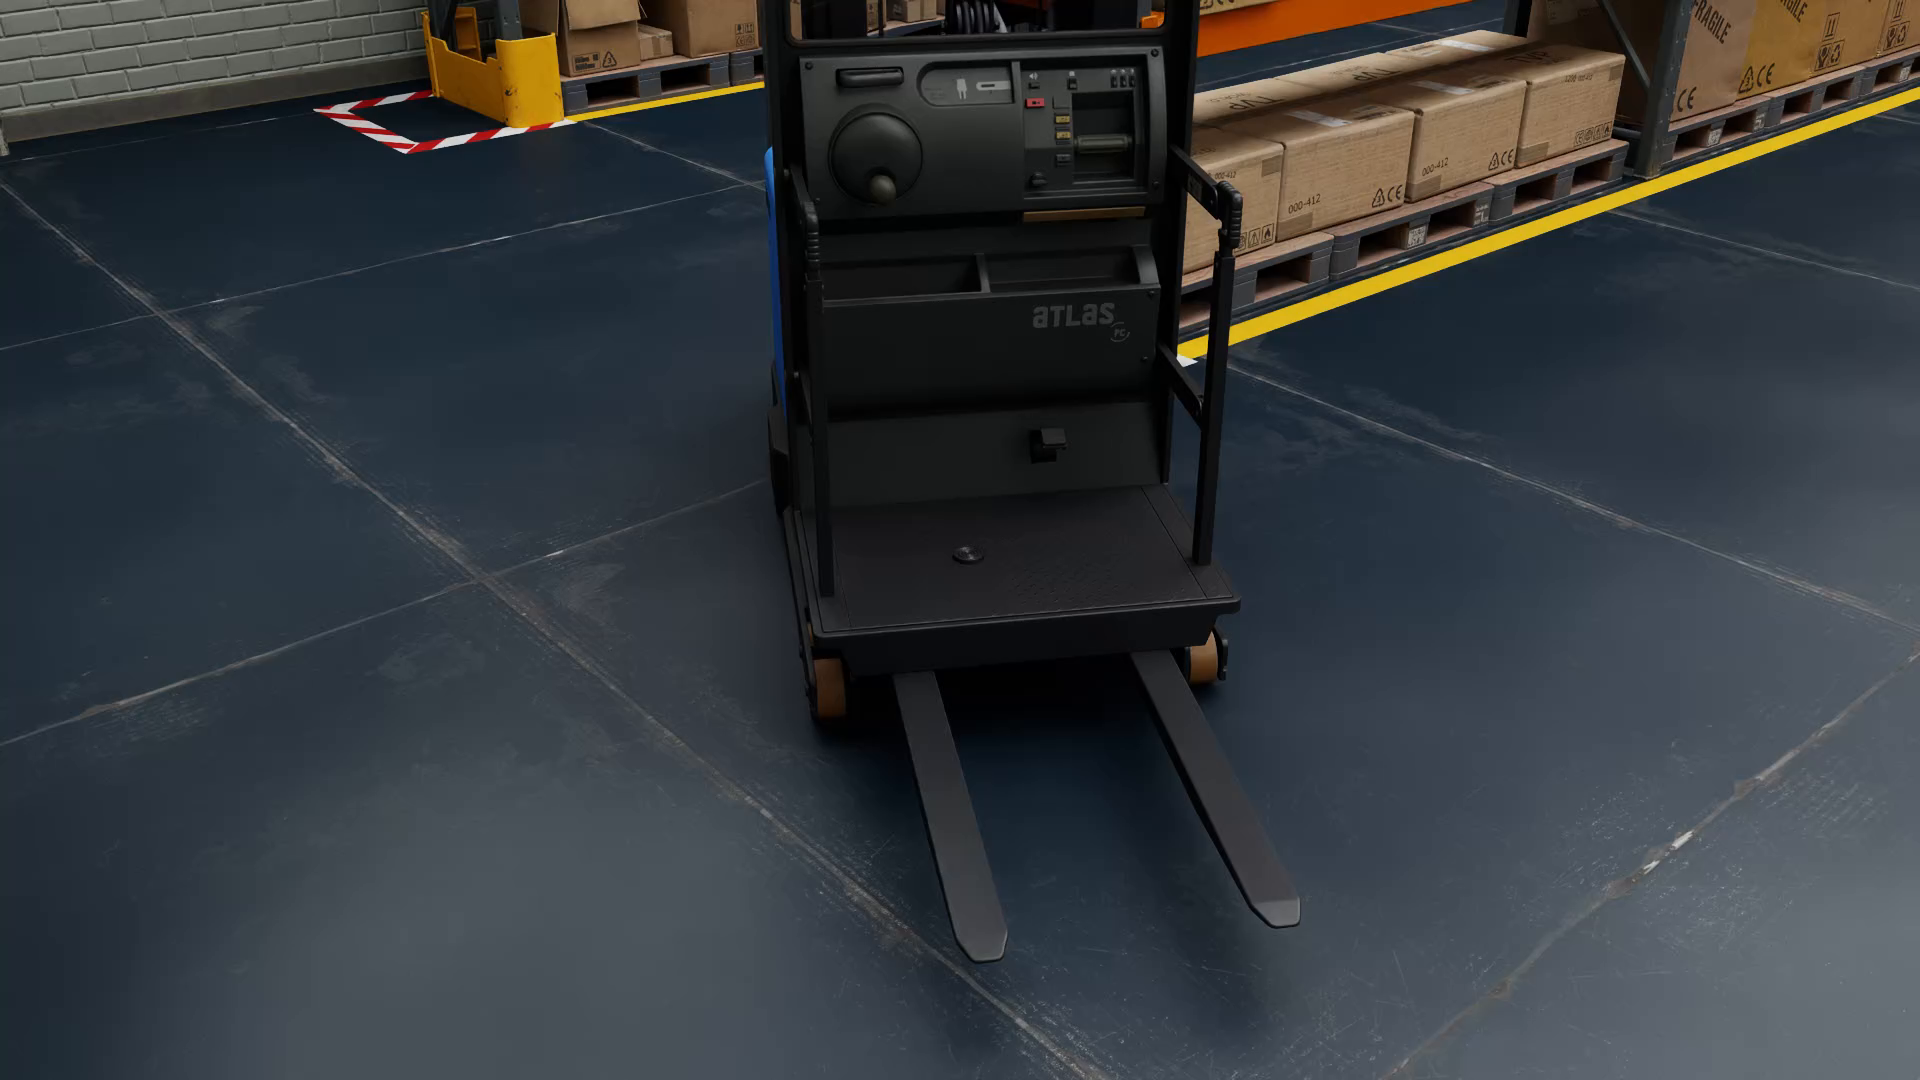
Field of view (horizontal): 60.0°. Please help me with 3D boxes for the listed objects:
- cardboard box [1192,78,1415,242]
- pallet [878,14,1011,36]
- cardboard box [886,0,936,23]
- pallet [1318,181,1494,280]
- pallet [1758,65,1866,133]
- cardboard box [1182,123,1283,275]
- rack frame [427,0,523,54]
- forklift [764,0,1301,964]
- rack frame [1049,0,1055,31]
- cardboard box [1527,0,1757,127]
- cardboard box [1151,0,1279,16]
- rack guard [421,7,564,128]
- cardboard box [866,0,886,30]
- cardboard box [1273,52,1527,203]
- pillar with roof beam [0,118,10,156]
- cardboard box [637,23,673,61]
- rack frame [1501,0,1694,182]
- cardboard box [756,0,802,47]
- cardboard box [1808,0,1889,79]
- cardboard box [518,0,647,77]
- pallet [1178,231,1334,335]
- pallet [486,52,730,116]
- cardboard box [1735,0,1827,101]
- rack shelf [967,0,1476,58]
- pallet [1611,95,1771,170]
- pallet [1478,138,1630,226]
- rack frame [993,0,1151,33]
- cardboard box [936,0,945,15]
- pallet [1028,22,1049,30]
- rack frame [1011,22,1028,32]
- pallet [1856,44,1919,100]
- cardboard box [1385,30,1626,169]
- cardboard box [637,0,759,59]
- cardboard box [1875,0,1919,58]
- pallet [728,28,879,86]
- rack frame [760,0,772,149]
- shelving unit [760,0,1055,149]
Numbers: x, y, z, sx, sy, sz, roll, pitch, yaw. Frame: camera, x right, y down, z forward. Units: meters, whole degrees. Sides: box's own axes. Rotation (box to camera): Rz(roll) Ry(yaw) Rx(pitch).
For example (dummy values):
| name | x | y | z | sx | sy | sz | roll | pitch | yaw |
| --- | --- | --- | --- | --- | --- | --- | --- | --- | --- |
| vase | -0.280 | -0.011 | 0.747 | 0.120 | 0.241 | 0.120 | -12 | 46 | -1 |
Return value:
| name | x | y | z | sx | sy | sz | roll | pitch | yaw |
| --- | --- | --- | --- | --- | --- | --- | --- | --- | --- |
| cardboard box | 1.441 | -1.768 | 7.648 | 0.875 | 0.438 | 0.875 | -21 | 34 | -34 |
| pallet | -0.391 | -3.754 | 12.051 | 1.213 | 0.211 | 1.003 | -22 | 35 | -35 |
| cardboard box | -0.373 | -3.788 | 11.611 | 0.258 | 0.266 | 0.396 | -20 | 34 | -33 |
| pallet | 1.798 | -1.606 | 8.031 | 1.213 | 0.211 | 1.003 | -22 | 35 | -35 |
| pallet | 4.823 | -2.824 | 10.310 | 1.213 | 0.211 | 1.003 | -22 | 35 | -35 |
| cardboard box | 0.751 | -1.485 | 7.118 | 0.875 | 0.438 | 0.875 | -23 | 36 | -37 |
| rack frame | -2.911 | -3.970 | 9.497 | 0.127 | 3.000 | 1.000 | -22 | 35 | -35 |
| forklift | 0.103 | -1.003 | 4.018 | 1.130 | 2.935 | 3.031 | -5 | 28 | -8 |
| rack frame | 0.364 | -1.230 | 5.960 | 0.032 | 1.500 | 0.500 | -4 | 28 | -7 |
| cardboard box | 3.776 | -2.882 | 9.269 | 0.875 | 0.875 | 0.875 | -21 | 34 | -33 |
| cardboard box | 0.865 | -2.280 | 6.227 | 0.500 | 0.500 | 0.500 | -22 | 35 | -35 |
| rack guard | -2.853 | -2.891 | 10.129 | 0.348 | 0.500 | 1.175 | -22 | 35 | -35 |
| cardboard box | -0.919 | -3.771 | 11.331 | 0.500 | 0.500 | 0.700 | -23 | 36 | -37 |
| cardboard box | 2.128 | -2.043 | 8.163 | 0.875 | 0.438 | 0.875 | -23 | 36 | -36 |
| pillar with roof beam | -2.753 | -4.571 | 4.256 | 0.400 | 9.000 | 9.100 | -22 | 35 | -35 |
| cardboard box | -2.036 | -3.167 | 10.573 | 0.250 | 0.149 | 0.380 | -24 | 36 | -37 |
| rack frame | 3.356 | -3.415 | 8.458 | 0.127 | 3.000 | 1.000 | -22 | 35 | -35 |
| cardboard box | -1.242 | -3.580 | 10.972 | 0.500 | 0.500 | 0.500 | -21 | 35 | -34 |
| cardboard box | 5.139 | -3.434 | 10.302 | 0.875 | 0.875 | 0.875 | -21 | 35 | -34 |
| cardboard box | -2.384 | -3.208 | 10.273 | 0.637 | 0.503 | 0.797 | -24 | 36 | -37 |
| pallet | 0.871 | -1.234 | 7.336 | 1.213 | 0.211 | 1.003 | -22 | 35 | -35 |
| pallet | -2.247 | -3.008 | 10.654 | 1.213 | 0.211 | 1.003 | -22 | 35 | -35 |
| cardboard box | 4.458 | -3.161 | 9.791 | 0.875 | 0.875 | 0.875 | -21 | 34 | -34 |
| rack shelf | 1.835 | -2.486 | 7.483 | 4.000 | 0.370 | 1.077 | -22 | 35 | -35 |
| pallet | 3.894 | -2.448 | 9.608 | 1.213 | 0.211 | 1.003 | -22 | 35 | -35 |
| pallet | 2.727 | -1.981 | 8.733 | 1.213 | 0.211 | 1.003 | -22 | 35 | -35 |
| rack frame | 0.313 | -2.192 | 6.168 | 0.127 | 3.000 | 1.000 | -22 | 35 | -35 |
| cardboard box | -0.101 | -3.846 | 11.843 | 0.250 | 0.149 | 0.380 | -23 | 36 | -36 |
| pallet | 0.726 | -4.226 | 12.935 | 1.213 | 0.211 | 1.003 | -22 | 35 | -35 |
| rack frame | 0.132 | -5.194 | 11.786 | 0.127 | 3.000 | 1.000 | -22 | 35 | -35 |
| pallet | 5.751 | -3.195 | 11.004 | 1.213 | 0.211 | 1.003 | -22 | 35 | -35 |
| cardboard box | 2.809 | -2.317 | 8.676 | 0.875 | 0.438 | 0.875 | -22 | 35 | -36 |
| cardboard box | -1.709 | -3.454 | 10.737 | 0.500 | 0.500 | 0.700 | -20 | 34 | -33 |
| cardboard box | 5.820 | -3.705 | 10.810 | 0.875 | 0.875 | 0.875 | -22 | 35 | -35 |
| pallet | -1.320 | -3.379 | 11.349 | 1.213 | 0.211 | 1.003 | -22 | 35 | -35 |
| rack frame | -0.644 | -1.167 | 5.842 | 0.032 | 1.500 | 0.500 | -4 | 28 | -7 |
| shelving unit | -0.140 | -1.198 | 5.901 | 1.048 | 1.500 | 0.538 | -4 | 28 | -7 |
